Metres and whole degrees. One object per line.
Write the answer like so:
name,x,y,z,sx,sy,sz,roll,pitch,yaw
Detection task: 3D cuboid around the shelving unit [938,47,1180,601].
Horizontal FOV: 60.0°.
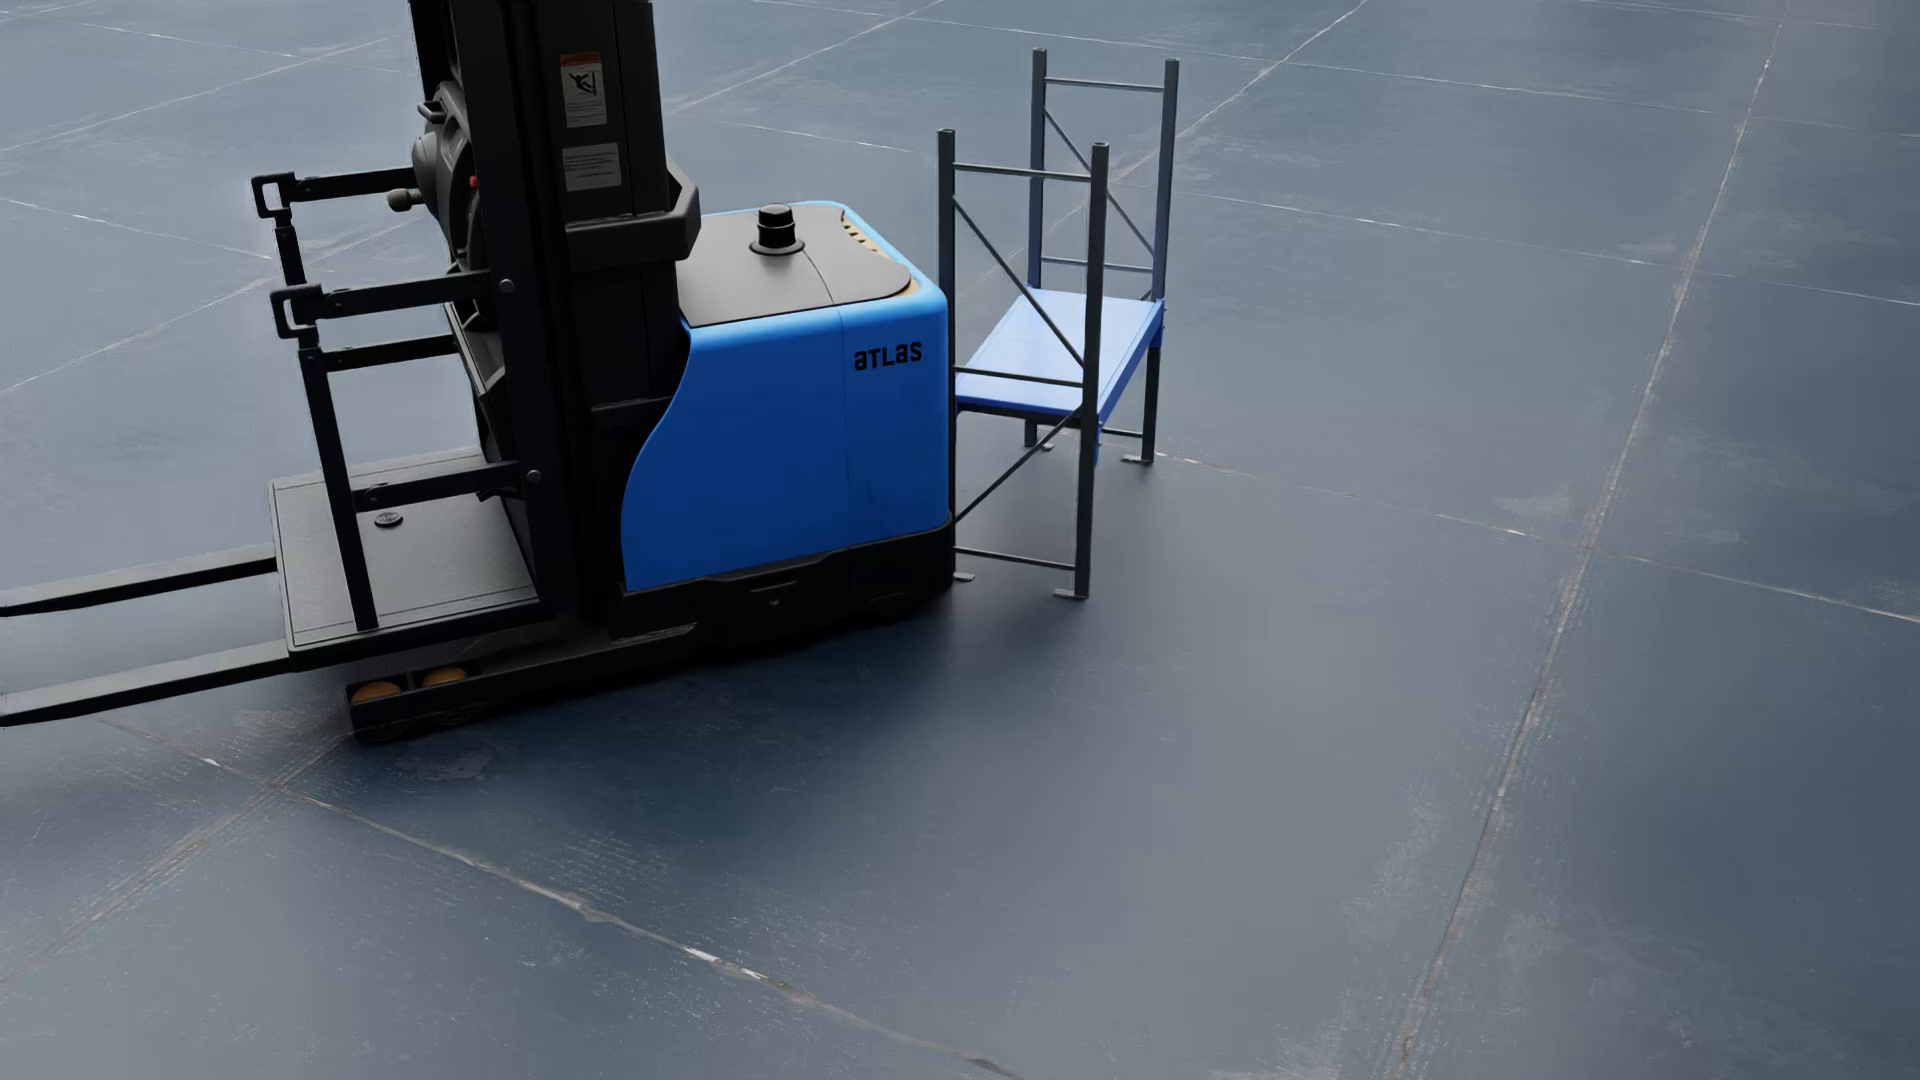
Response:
shelving unit,0.333,-0.740,5.532,0.538,1.500,1.048,9,31,15

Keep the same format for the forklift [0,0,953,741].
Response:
forklift,-1.589,-0.996,4.541,3.031,2.935,1.130,-12,32,-20

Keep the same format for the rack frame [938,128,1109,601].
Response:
rack frame,0.178,-0.499,5.112,0.500,1.500,0.032,9,31,15

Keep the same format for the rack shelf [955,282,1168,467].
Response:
rack shelf,0.333,-0.584,5.622,0.538,0.185,1.000,9,31,15

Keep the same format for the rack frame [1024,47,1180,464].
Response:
rack frame,0.488,-0.981,5.952,0.500,1.500,0.032,9,31,15
